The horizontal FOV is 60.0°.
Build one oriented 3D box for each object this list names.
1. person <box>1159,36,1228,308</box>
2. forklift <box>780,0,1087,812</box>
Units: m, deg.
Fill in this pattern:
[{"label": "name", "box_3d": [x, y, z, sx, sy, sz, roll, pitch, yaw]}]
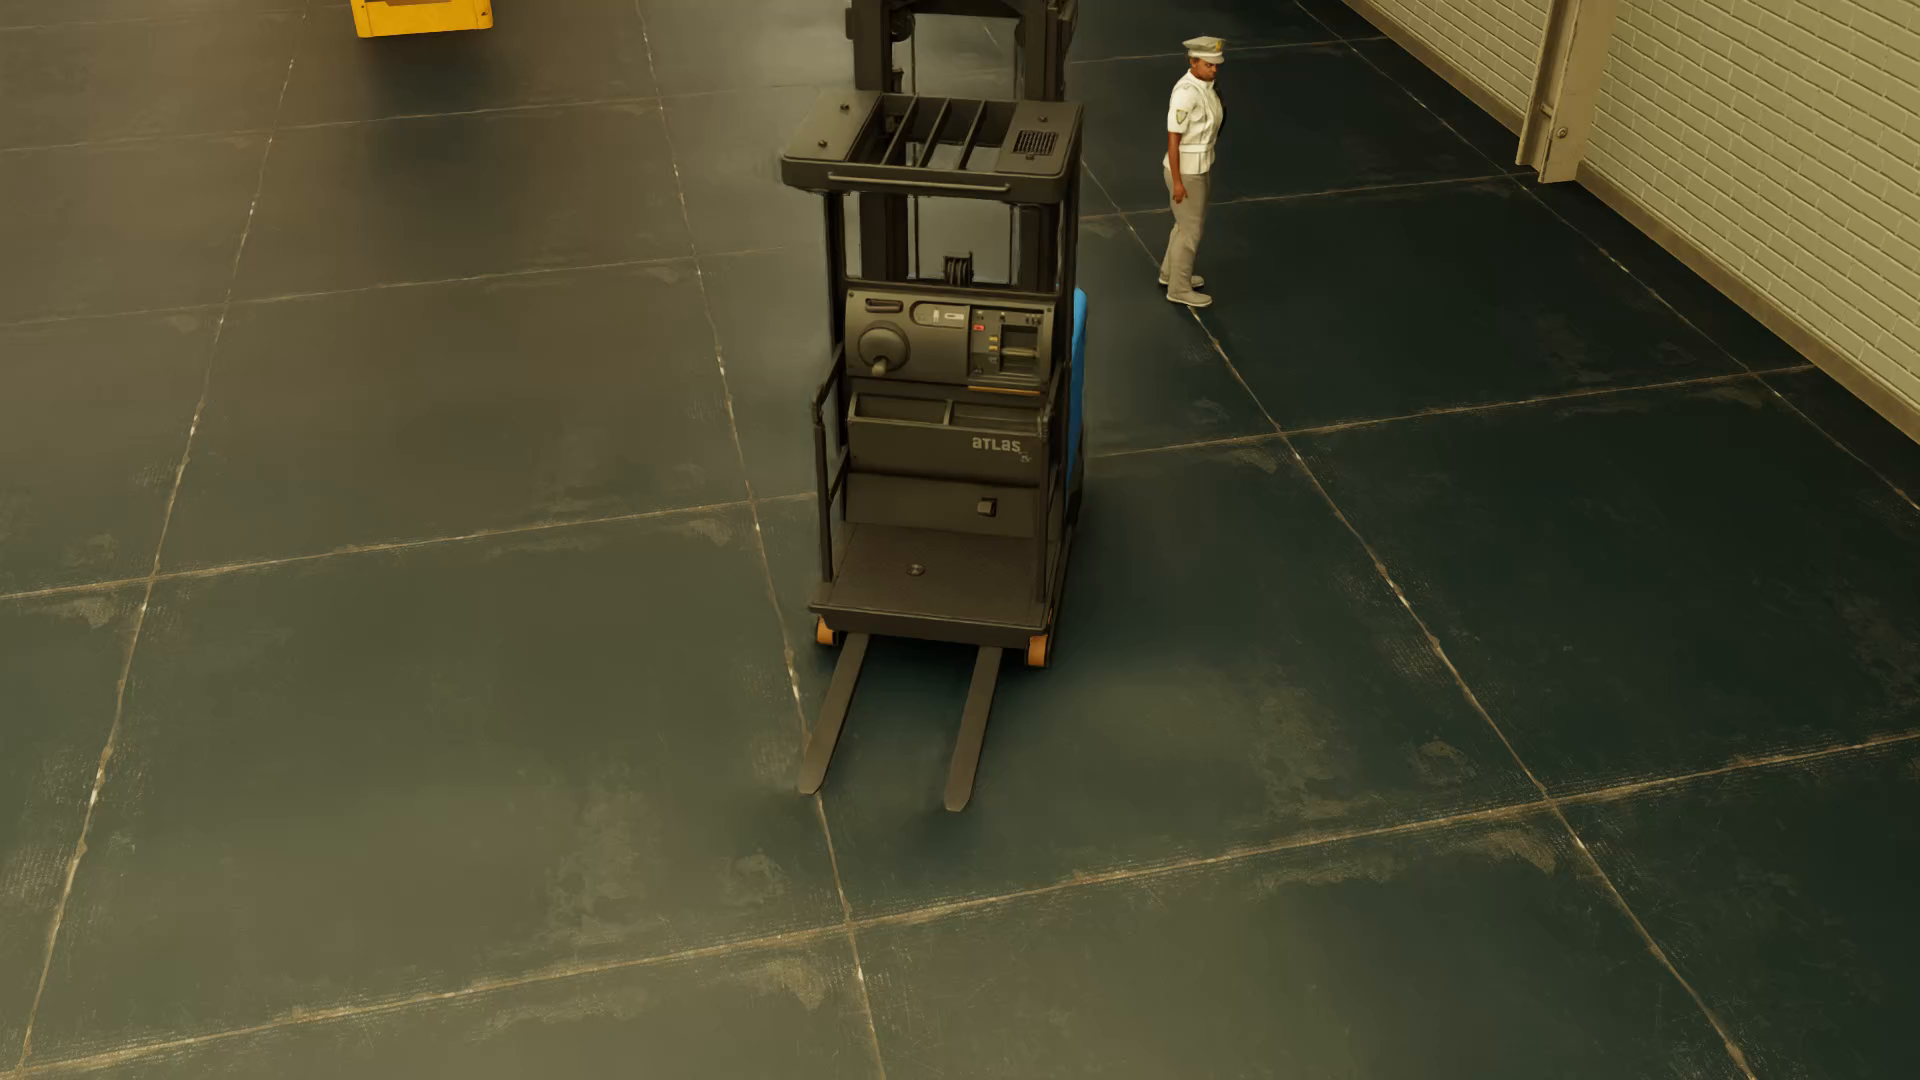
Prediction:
[{"label": "person", "box_3d": [1.460, -2.290, 10.314, 0.405, 1.672, 0.591, 11, 37, 14]}, {"label": "forklift", "box_3d": [-0.082, -0.824, 7.196, 1.130, 2.935, 3.031, 5, 36, 7]}]
